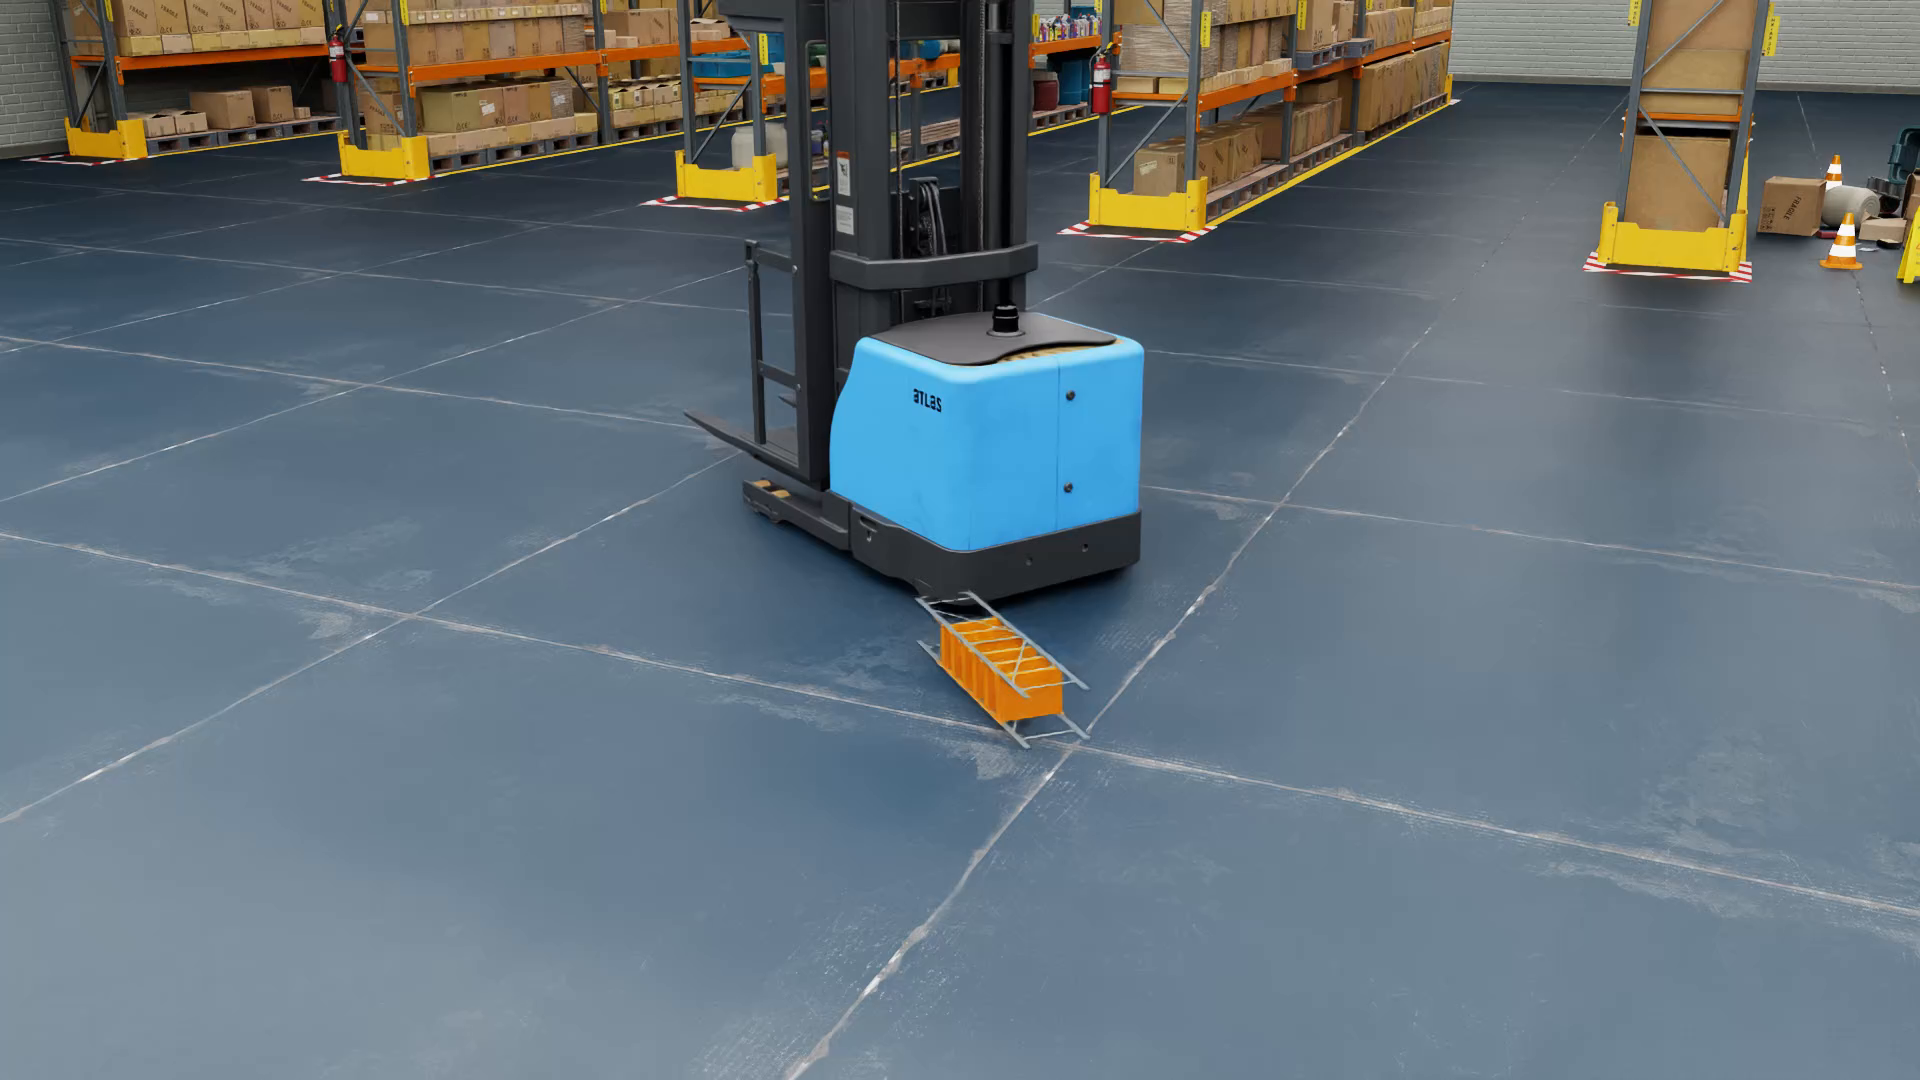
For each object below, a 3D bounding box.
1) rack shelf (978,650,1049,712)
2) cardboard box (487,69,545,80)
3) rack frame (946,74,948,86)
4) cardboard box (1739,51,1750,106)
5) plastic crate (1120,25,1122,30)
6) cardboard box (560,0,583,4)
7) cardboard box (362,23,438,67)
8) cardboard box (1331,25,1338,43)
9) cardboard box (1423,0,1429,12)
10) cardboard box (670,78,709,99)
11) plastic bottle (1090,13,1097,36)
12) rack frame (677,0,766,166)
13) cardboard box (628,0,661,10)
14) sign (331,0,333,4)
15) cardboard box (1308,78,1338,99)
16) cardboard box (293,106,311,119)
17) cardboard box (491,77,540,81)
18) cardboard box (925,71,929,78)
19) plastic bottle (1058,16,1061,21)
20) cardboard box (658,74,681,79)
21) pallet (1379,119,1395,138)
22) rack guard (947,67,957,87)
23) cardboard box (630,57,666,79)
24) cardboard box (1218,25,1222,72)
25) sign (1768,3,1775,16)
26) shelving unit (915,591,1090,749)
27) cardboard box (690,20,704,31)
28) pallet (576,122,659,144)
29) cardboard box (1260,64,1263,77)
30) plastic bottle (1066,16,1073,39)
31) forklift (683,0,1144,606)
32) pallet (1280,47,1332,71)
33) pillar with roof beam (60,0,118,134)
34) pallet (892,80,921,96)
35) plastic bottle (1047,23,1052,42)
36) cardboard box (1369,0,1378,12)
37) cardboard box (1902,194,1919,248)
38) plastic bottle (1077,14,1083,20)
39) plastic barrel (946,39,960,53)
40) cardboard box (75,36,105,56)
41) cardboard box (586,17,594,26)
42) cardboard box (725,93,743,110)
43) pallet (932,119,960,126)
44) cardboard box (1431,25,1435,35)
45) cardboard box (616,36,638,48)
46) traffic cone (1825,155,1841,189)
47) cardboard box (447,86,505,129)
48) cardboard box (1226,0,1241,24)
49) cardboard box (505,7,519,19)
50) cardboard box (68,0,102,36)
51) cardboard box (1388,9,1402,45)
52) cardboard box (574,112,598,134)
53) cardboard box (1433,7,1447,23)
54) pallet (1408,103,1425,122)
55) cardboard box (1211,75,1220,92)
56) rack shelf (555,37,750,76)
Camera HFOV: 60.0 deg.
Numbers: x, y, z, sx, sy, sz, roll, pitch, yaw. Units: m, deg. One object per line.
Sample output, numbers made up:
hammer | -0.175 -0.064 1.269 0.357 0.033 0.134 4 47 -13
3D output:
rack shelf | 0.200 0.512 6.079 0.258 0.180 0.103 -7 17 -18
cardboard box | -7.981 -8.487 29.939 0.750 0.750 0.750 8 21 22
rack frame | -0.605 -10.862 34.036 1.000 3.000 0.127 9 21 23
cardboard box | 7.023 -4.415 15.682 0.875 0.550 0.550 9 21 23
plastic crate | 2.869 -9.256 29.333 0.402 0.464 0.583 9 21 23
cardboard box | -5.695 -7.716 23.103 0.700 0.500 0.500 9 21 23
cardboard box | -6.954 -6.159 20.662 0.700 0.500 0.500 9 21 23
cardboard box | 4.719 -6.644 21.749 0.396 0.266 0.258 8 21 21
cardboard box | 7.431 -8.963 27.355 0.500 0.500 0.500 9 21 23
cardboard box | -4.287 -7.076 26.028 0.500 0.311 0.500 8 21 22
plastic bottle | 2.197 -8.610 27.775 0.144 0.351 0.185 9 21 23
rack frame | -2.639 -5.290 18.368 1.000 3.000 0.127 9 21 23
cardboard box | -6.527 -10.623 32.915 0.980 0.700 0.700 9 21 24
sign | -7.646 -6.707 20.270 0.100 0.325 0.005 9 21 23
cardboard box | 4.908 -6.230 22.966 0.500 0.250 0.500 10 22 25
cardboard box | -10.232 -6.577 25.559 0.380 0.166 0.250 6 20 16
cardboard box | -6.192 -6.197 23.275 0.500 0.500 0.500 9 21 23
cardboard box | -0.851 -9.423 33.561 0.380 0.166 0.250 9 21 23
plastic bottle | 1.680 -8.809 28.437 0.061 0.283 0.133 9 21 23
cardboard box | -4.571 -7.302 26.664 0.500 0.311 0.500 8 21 21
pallet | 6.048 -6.345 25.495 1.003 0.211 1.213 9 21 23
rack guard | -0.636 -9.661 34.389 1.175 0.500 0.348 9 21 23
cardboard box | -6.364 -9.553 33.457 0.700 0.500 0.500 9 21 23
cardboard box | 2.225 -5.132 17.329 0.875 0.500 0.500 9 21 23
sign | 8.508 -5.492 17.524 0.100 0.325 0.005 9 21 23
shelving unit | 0.134 0.463 6.257 0.258 0.189 1.200 -7 17 -18
cardboard box | -4.424 -8.128 26.480 0.500 0.311 0.500 8 21 22
pallet | -5.253 -6.111 24.837 1.003 0.211 1.213 9 21 23
cardboard box | 3.206 -5.316 18.815 0.380 0.149 0.250 9 21 23
plastic bottle | 1.745 -8.273 26.828 0.144 0.351 0.185 9 21 23
forklift | -0.431 -1.542 7.930 1.130 2.935 3.031 -13 23 -32
pallet | 3.963 -5.957 20.529 1.003 0.211 1.213 9 21 23
pillar with roof beam | -8.253 -9.218 20.460 9.100 9.000 0.400 9 21 23
pallet | -1.463 -8.910 32.707 1.003 0.211 1.213 9 21 23
plastic bottle | 1.395 -7.945 26.007 0.061 0.283 0.133 9 21 23
cardboard box | 5.739 -7.996 24.330 0.797 0.503 0.637 9 22 24
cardboard box | 9.330 -2.959 15.539 0.797 0.503 0.637 -5 20 -15
plastic bottle | 1.989 -8.573 27.672 0.144 0.351 0.185 9 21 23
plastic barrel | -0.109 -7.064 23.152 0.433 0.535 0.433 0 20 0
cardboard box | -11.663 -6.758 22.689 0.500 0.250 0.500 9 21 23
cardboard box | -7.088 -9.759 31.279 0.380 0.149 0.250 9 21 23
cardboard box | -3.874 -7.125 27.003 0.500 0.250 0.500 9 22 24
pallet | 0.284 -6.191 25.061 1.003 0.211 1.213 9 21 23
cardboard box | 7.855 -8.682 28.281 0.380 0.149 0.250 8 21 21
cardboard box | -4.970 -7.319 24.446 0.380 0.149 0.250 9 21 23
traffic cone | 9.928 -4.130 18.890 0.336 0.463 0.334 9 21 23
cardboard box | -6.338 -5.668 21.788 0.500 0.500 0.500 9 21 23
cardboard box | 2.564 -5.552 17.018 0.500 0.500 0.500 9 21 23
cardboard box | -6.062 -6.965 21.959 0.380 0.149 0.250 9 22 24
cardboard box | -11.679 -7.115 22.574 0.500 0.500 0.500 8 21 22
cardboard box | 6.434 -7.835 25.374 0.500 0.500 0.500 8 21 22
cardboard box | -5.510 -5.925 23.628 0.500 0.250 0.500 9 21 23
cardboard box | 8.266 -9.232 29.231 0.500 0.250 0.500 8 21 22
pallet | 7.176 -7.187 27.863 1.003 0.211 1.213 9 21 23
cardboard box | 2.449 -4.695 17.069 0.380 0.149 0.250 9 21 23
rack shelf | -4.700 -7.466 25.561 1.077 0.370 4.000 9 21 23
